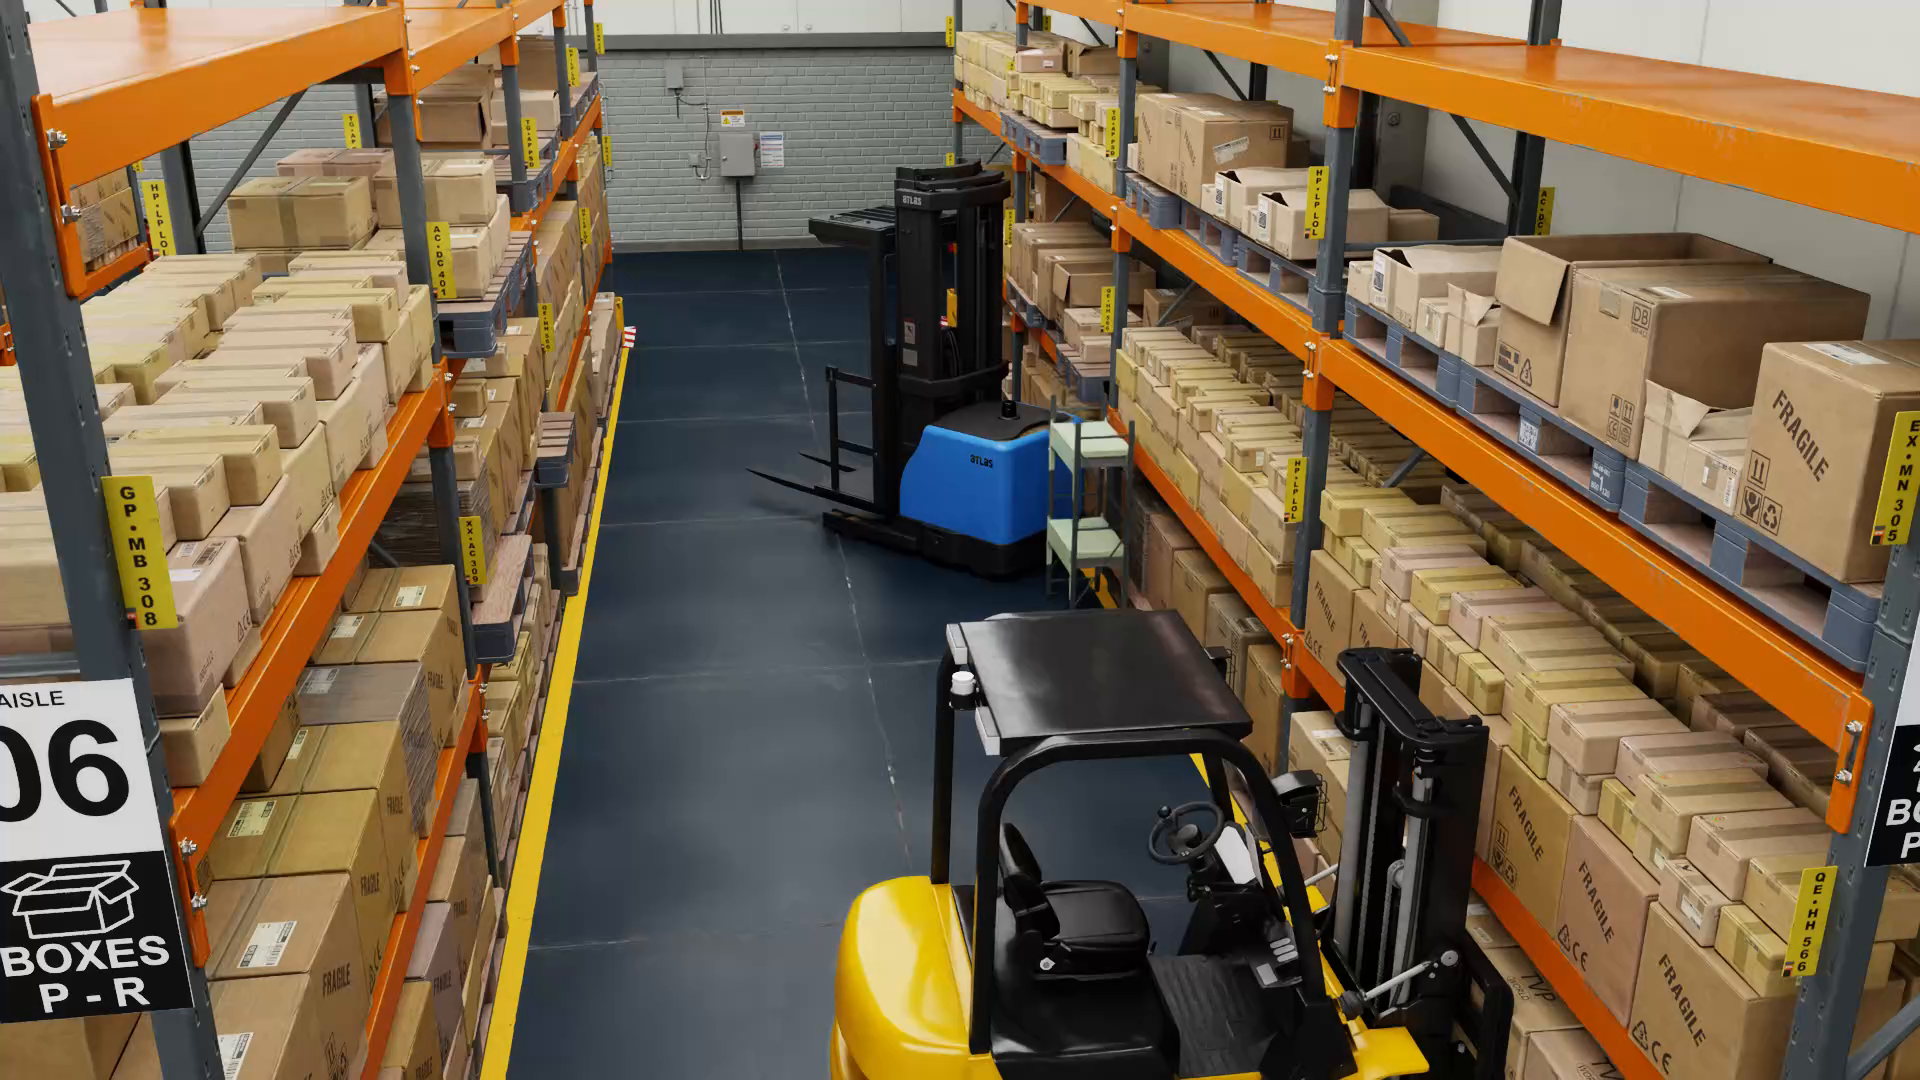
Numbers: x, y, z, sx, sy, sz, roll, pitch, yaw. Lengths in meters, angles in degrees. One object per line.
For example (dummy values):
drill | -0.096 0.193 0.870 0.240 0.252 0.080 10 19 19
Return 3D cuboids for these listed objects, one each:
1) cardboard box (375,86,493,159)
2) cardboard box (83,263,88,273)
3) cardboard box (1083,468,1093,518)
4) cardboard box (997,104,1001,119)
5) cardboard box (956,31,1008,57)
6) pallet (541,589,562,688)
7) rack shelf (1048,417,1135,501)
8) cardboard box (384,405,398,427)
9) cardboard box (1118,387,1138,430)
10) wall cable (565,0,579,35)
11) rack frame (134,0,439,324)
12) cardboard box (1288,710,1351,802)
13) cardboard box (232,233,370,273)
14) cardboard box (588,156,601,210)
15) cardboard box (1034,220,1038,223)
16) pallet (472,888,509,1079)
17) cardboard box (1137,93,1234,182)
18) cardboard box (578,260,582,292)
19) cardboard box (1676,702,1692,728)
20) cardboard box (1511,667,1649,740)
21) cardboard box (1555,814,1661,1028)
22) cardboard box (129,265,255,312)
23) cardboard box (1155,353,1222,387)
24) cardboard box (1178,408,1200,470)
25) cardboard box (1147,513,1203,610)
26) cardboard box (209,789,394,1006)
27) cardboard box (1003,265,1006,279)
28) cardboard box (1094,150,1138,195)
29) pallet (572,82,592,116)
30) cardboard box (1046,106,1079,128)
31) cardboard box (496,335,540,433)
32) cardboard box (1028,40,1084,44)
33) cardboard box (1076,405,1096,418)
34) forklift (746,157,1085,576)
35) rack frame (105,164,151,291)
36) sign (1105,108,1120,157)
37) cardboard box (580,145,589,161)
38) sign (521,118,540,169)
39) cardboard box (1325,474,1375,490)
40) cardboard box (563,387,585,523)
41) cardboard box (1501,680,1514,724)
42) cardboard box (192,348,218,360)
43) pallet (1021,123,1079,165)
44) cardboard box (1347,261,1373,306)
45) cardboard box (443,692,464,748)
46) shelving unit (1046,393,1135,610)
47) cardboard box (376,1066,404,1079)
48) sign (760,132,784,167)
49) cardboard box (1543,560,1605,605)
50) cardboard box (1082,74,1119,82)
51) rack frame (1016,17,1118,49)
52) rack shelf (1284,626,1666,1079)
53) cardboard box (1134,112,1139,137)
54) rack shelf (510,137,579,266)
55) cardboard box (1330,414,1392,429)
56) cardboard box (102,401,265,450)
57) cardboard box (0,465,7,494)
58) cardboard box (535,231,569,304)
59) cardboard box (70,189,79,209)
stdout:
cardboard box | -3.660 -2.882 11.616 0.700 0.500 0.500 -4 21 -10
cardboard box | -8.941 -2.719 16.567 0.380 0.149 0.250 -4 21 -10
cardboard box | 1.246 -0.487 13.205 0.500 0.500 0.500 -3 21 -9
cardboard box | 0.568 -4.198 16.240 0.380 0.149 0.250 -3 21 -8
cardboard box | 0.244 -5.464 18.346 0.500 0.250 0.500 -3 21 -8
pallet | -3.219 0.677 11.103 1.003 0.211 1.213 -3 21 -8
rack shelf | 0.895 -0.564 11.448 0.431 0.370 0.720 -3 20 -9
cardboard box | -2.396 -0.530 6.419 0.380 0.149 0.250 -3 21 -7
cardboard box | 1.404 -0.916 11.595 0.500 0.250 0.500 -3 21 -8
wall cable | -5.582 -8.436 22.941 0.463 3.000 0.029 -3 21 -8
rack frame | -2.753 -2.326 6.582 1.000 3.000 0.127 -3 21 -8
cardboard box | 1.917 1.039 8.047 0.500 0.250 0.500 -3 21 -9
cardboard box | -2.981 -1.242 7.581 0.500 0.250 0.500 -3 21 -9
cardboard box | -4.005 -3.680 17.209 0.500 0.500 0.500 -3 21 -8
cardboard box | 1.049 -3.143 17.134 0.500 0.250 0.500 -2 21 -7
pallet | -2.621 2.022 7.502 1.003 0.211 1.213 -3 21 -8
cardboard box | 1.445 -2.584 10.675 0.500 0.500 0.500 -3 21 -7
cardboard box | -3.602 -2.309 14.610 0.500 0.250 0.500 -3 21 -8
cardboard box | 2.827 0.688 6.017 0.380 0.149 0.250 -2 21 -6
cardboard box | 2.191 0.578 5.887 0.380 0.149 0.250 -3 21 -7
cardboard box | 2.338 1.234 5.483 0.500 0.500 0.500 -2 21 -6
cardboard box | -2.964 -0.962 6.438 0.380 0.149 0.250 -2 21 -6
cardboard box | 1.488 -1.108 10.824 0.380 0.149 0.250 -3 21 -7
cardboard box | 1.631 -0.619 10.086 0.500 0.250 0.500 -3 21 -7
cardboard box | 1.760 0.206 11.171 0.875 0.625 0.625 -2 21 -6
cardboard box | -2.123 1.150 5.282 0.500 0.500 0.500 -3 21 -9
cardboard box | 0.589 -2.695 16.503 0.380 0.149 0.250 -2 21 -6
cardboard box | 1.267 -2.652 11.958 0.500 0.250 0.500 -4 21 -10
pallet | -4.186 -4.354 16.427 1.003 0.211 1.213 -3 21 -8
cardboard box | 0.901 -3.414 13.397 0.380 0.149 0.250 -2 21 -7
cardboard box | -2.904 -0.961 10.335 0.500 0.500 0.500 -3 21 -9
cardboard box | 0.973 -4.958 16.991 0.500 0.250 0.500 -3 21 -8
cardboard box | 1.166 -1.006 13.668 0.380 0.149 0.250 -3 21 -9
forklift | -0.470 -1.517 13.088 3.031 2.935 1.130 17 26 38
rack frame | -9.367 -3.385 17.993 1.000 3.000 0.127 -3 21 -8
sign | 1.044 -2.773 11.327 0.100 0.325 0.005 -3 21 -8
cardboard box | -3.995 -3.936 16.968 0.380 0.149 0.250 -2 21 -6
sign | -2.792 -2.574 10.796 0.100 0.325 0.005 -3 21 -8
cardboard box | 1.889 -0.225 8.461 0.380 0.149 0.250 -2 21 -6
cardboard box | -3.471 -0.654 13.117 0.875 0.875 0.875 -3 21 -7
cardboard box | 2.252 0.627 6.179 0.380 0.149 0.250 -3 21 -8
cardboard box | -2.818 -0.471 5.693 0.500 0.250 0.500 -3 21 -7
pallet | 1.182 -3.266 13.654 1.213 0.211 1.003 -3 21 -8
cardboard box | 1.922 -1.127 7.276 0.380 0.149 0.250 -2 21 -7
cardboard box | -2.362 0.784 7.188 0.380 0.149 0.250 -2 21 -7
shelving unit | 0.893 -0.197 11.581 0.431 1.500 0.755 -3 20 -9
cardboard box | -2.103 2.127 5.491 0.500 0.500 0.500 -4 21 -10
sign | -2.760 -5.729 24.403 0.329 0.494 0.001 -3 21 -8
cardboard box | 2.665 0.192 6.919 0.380 0.149 0.250 -3 21 -9
cardboard box | 1.268 -3.935 14.369 0.380 0.149 0.250 -3 21 -9
rack frame | 1.005 -5.347 14.672 1.000 3.000 0.127 -3 21 -8
rack shelf | 2.447 1.262 6.577 1.077 0.370 4.000 -3 21 -8
cardboard box | 1.239 -2.917 11.672 0.380 0.149 0.250 -2 21 -6
rack shelf | -3.618 -2.661 12.795 1.077 0.370 4.000 -3 21 -8
cardboard box | 2.230 -0.607 9.485 0.380 0.149 0.250 -3 21 -8
cardboard box | -2.146 -0.272 4.591 0.380 0.149 0.250 -3 21 -8
cardboard box | -2.572 -0.072 4.055 0.380 0.149 0.250 -3 21 -8
cardboard box | -3.369 -2.125 13.046 0.500 0.500 0.500 -3 21 -7
cardboard box | -8.818 -3.356 15.918 0.500 0.500 0.500 -4 21 -10
